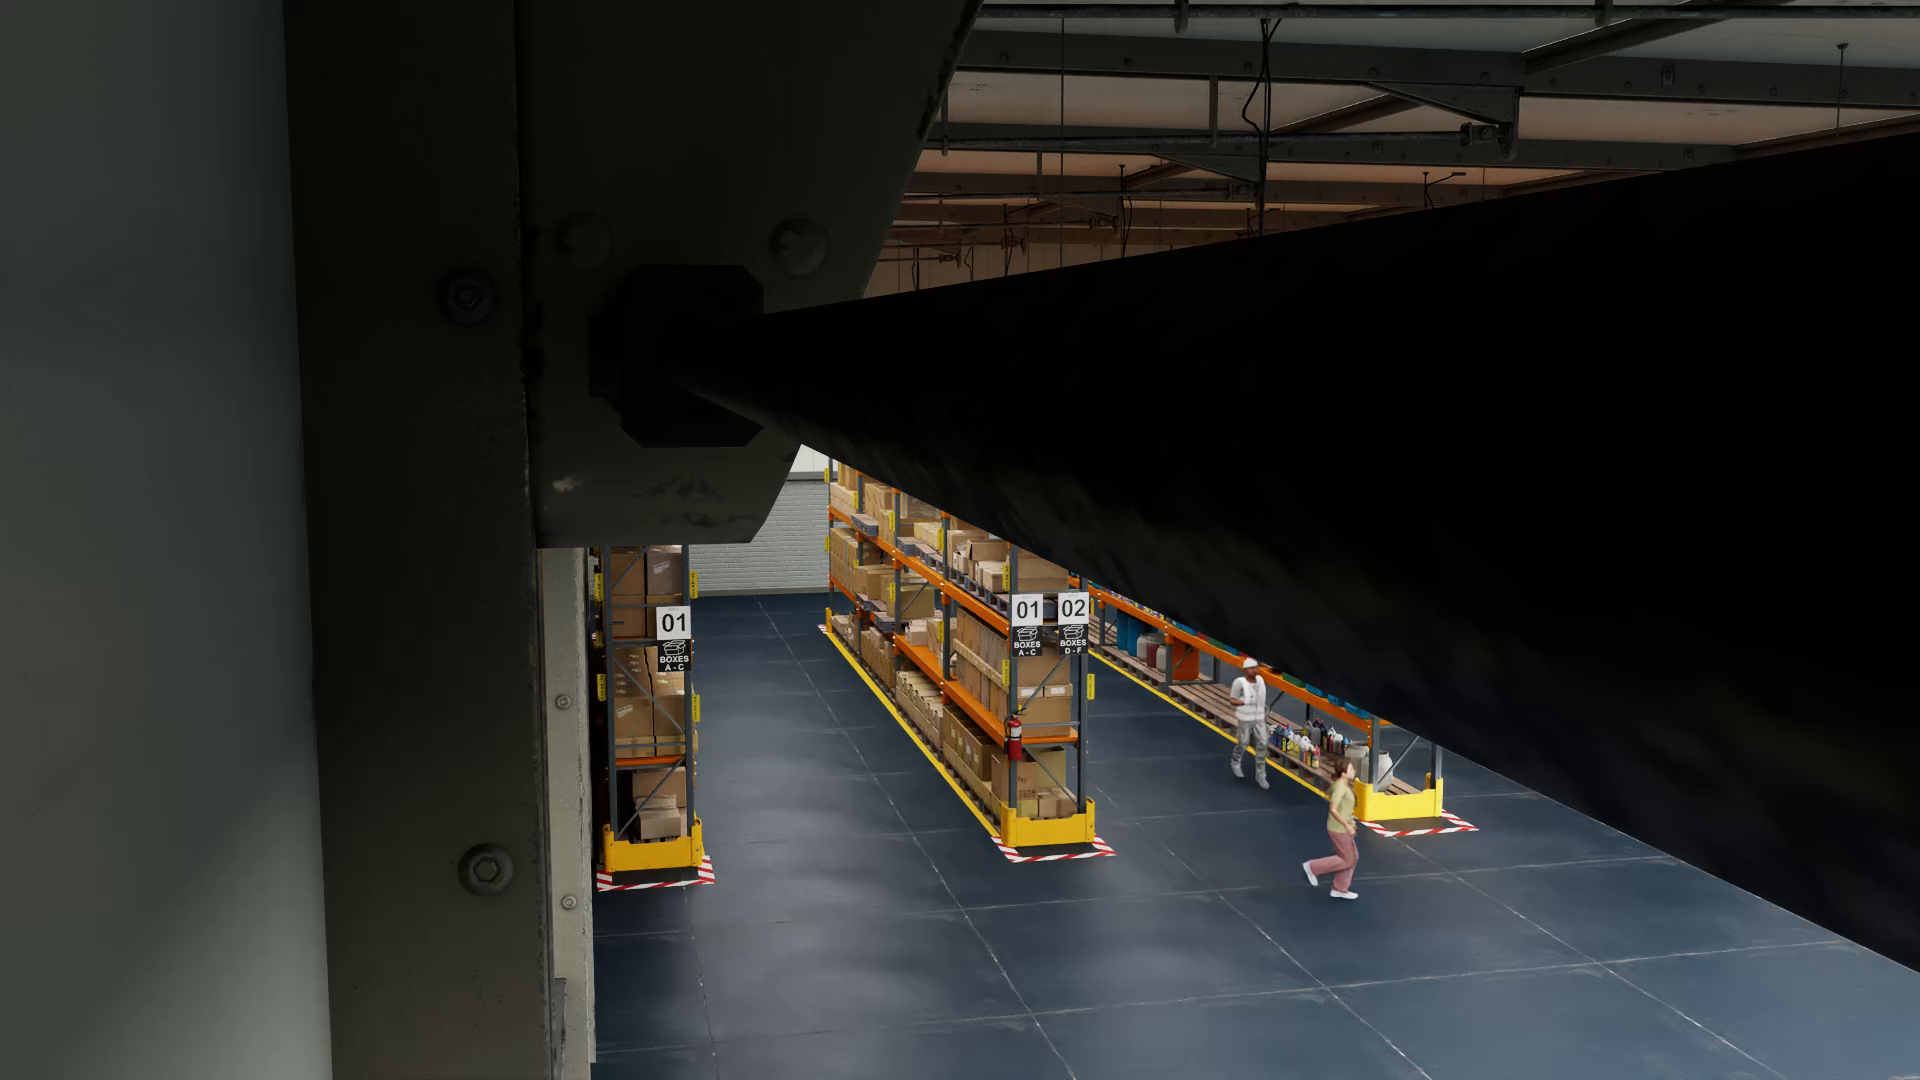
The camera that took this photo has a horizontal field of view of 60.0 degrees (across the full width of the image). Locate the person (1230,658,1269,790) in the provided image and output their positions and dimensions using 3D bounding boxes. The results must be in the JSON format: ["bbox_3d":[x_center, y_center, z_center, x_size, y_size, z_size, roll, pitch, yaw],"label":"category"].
[{"bbox_3d":[4.166,2.597,23.871,0.664,1.823,0.824,-2,7,-18],"label":"person"}]

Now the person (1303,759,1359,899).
[{"bbox_3d":[4.244,3.288,18.982,0.623,1.622,0.572,1,7,12],"label":"person"}]
